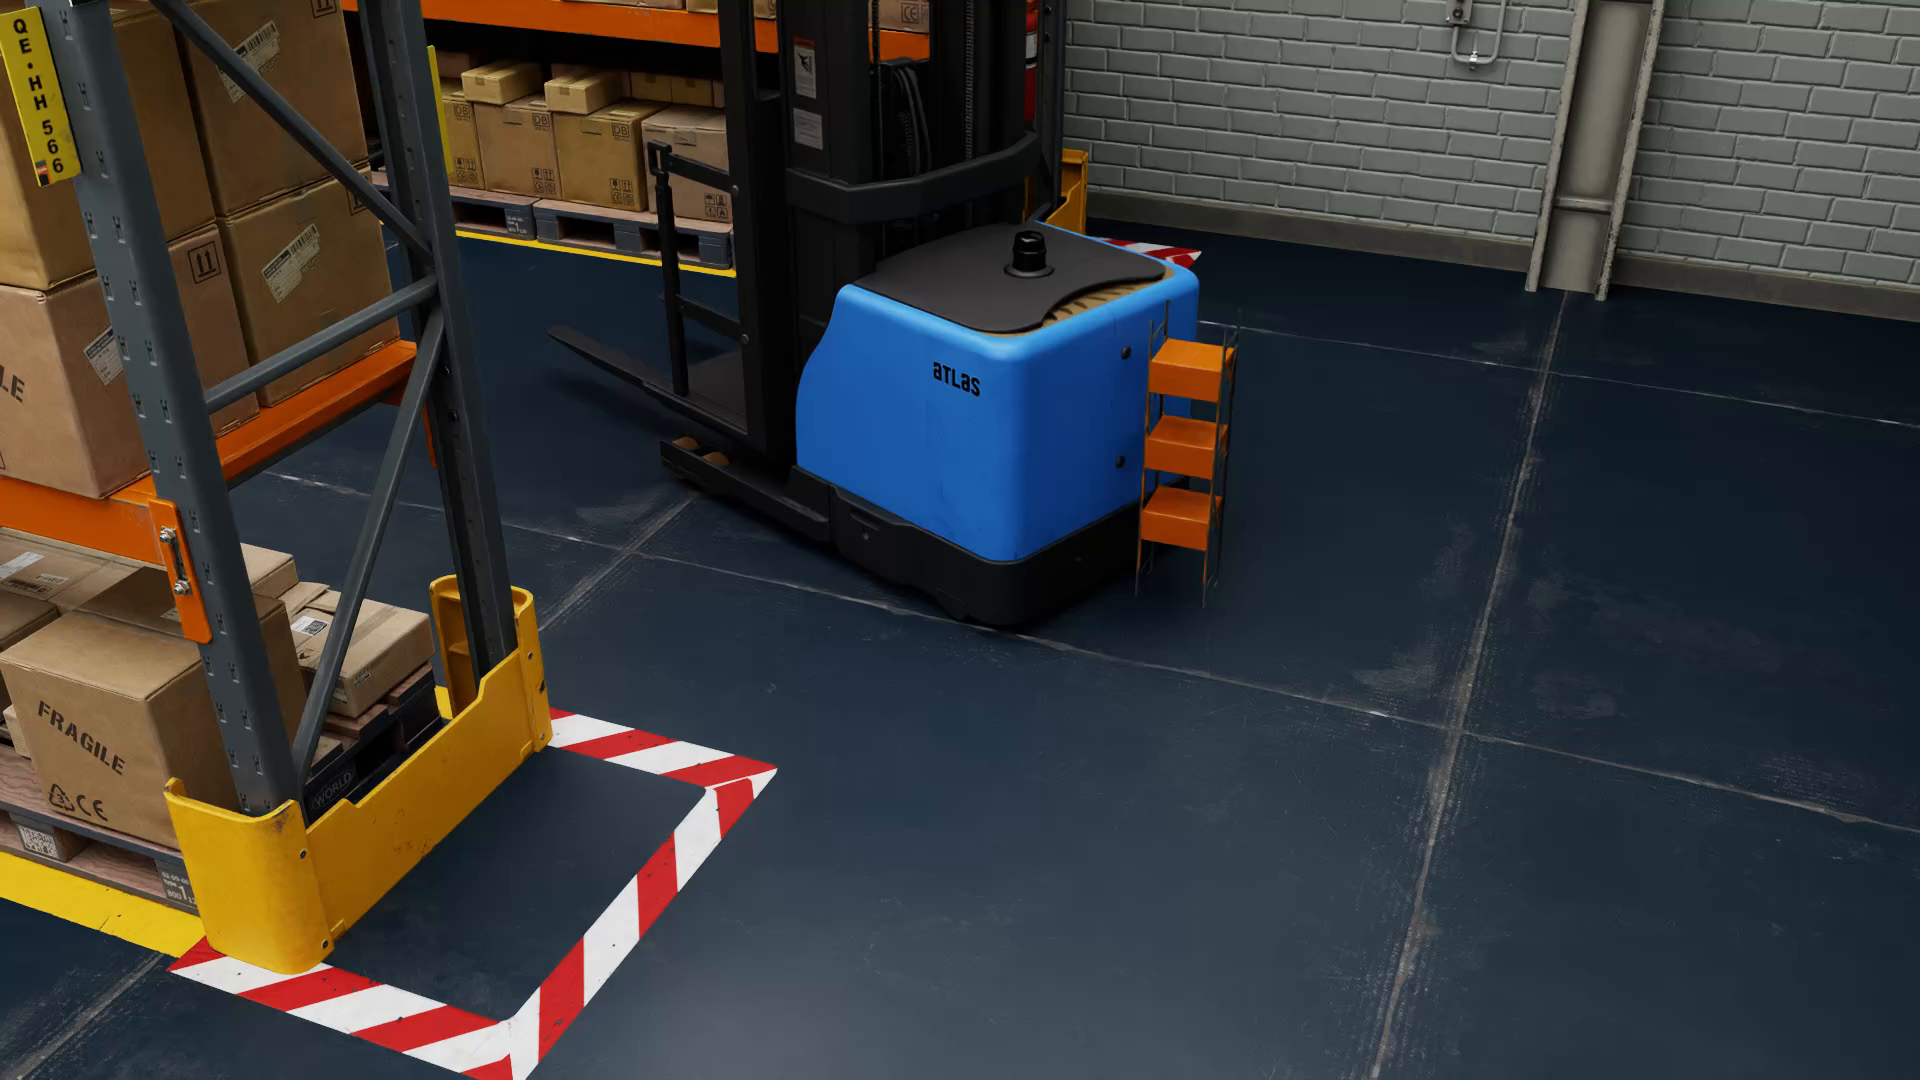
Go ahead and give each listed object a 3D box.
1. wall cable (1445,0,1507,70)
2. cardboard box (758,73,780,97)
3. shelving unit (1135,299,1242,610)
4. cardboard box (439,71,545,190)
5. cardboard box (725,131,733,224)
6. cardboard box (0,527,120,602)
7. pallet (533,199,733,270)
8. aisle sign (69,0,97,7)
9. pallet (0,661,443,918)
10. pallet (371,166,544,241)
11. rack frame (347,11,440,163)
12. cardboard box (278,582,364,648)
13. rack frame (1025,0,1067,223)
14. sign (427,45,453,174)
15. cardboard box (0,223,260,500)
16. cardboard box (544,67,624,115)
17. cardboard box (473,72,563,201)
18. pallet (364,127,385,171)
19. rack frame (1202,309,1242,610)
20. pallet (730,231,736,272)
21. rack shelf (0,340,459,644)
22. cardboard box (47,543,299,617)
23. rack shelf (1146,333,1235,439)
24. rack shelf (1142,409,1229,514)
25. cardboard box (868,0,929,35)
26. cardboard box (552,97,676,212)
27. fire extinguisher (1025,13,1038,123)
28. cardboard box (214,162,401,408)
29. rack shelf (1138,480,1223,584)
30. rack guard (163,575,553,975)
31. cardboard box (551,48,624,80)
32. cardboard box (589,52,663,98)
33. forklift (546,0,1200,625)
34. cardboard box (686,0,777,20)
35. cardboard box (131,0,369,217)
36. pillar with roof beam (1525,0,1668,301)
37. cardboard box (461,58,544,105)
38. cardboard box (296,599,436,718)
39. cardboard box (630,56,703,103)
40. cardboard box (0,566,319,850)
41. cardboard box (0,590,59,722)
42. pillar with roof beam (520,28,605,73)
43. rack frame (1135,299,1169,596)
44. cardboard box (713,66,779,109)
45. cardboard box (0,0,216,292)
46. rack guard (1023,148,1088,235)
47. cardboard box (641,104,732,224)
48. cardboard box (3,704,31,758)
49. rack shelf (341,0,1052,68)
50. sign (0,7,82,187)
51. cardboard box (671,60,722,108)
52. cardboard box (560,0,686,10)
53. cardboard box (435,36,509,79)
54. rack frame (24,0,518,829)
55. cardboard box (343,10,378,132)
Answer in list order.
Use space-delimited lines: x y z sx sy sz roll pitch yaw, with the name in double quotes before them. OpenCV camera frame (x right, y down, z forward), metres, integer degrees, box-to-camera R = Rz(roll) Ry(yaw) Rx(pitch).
"wall cable" 1.847 -3.359 8.111 1.851 1.984 0.084 11 31 19
"cardboard box" -0.892 -2.391 8.886 0.250 0.149 0.380 12 31 20
"shelving unit" 0.771 -0.278 5.672 0.252 1.050 0.215 11 32 19
"cardboard box" -2.748 -2.371 9.511 0.500 0.500 0.700 12 32 20
"cardboard box" -0.845 -1.993 8.841 0.500 0.500 0.700 11 31 19
"cardboard box" -2.878 0.128 5.322 0.500 0.250 0.500 11 31 19
"pallet" -1.592 -1.847 9.302 1.213 0.211 1.003 11 31 19
"aisle sign" -1.606 -1.442 3.111 0.004 0.787 0.394 11 31 19
"pallet" -2.364 0.591 4.991 1.213 0.211 1.003 11 31 19
"pallet" -2.727 -2.072 9.700 1.213 0.211 1.003 11 31 19
"rack frame" -3.402 -3.462 9.326 0.127 3.000 1.000 11 31 19
"cardboard box" -2.045 0.299 5.105 0.250 0.166 0.380 11 31 19
"rack frame" 0.305 -2.722 8.017 0.127 3.000 1.000 11 31 19
"sign" -1.351 -1.087 4.245 0.005 0.325 0.100 11 31 19
"cardboard box" -2.072 -0.465 3.922 0.500 0.500 0.500 12 32 21
"cardboard box" -2.015 -2.411 8.921 0.250 0.149 0.380 10 31 18
"cardboard box" -2.283 -2.277 9.343 0.500 0.500 0.700 11 31 19
"pallet" -4.145 -2.356 10.204 1.213 0.211 1.003 11 31 19
"rack frame" 0.884 -0.256 5.632 0.008 1.050 0.200 11 32 19
"pallet" -0.466 -1.620 8.902 1.213 0.211 1.003 11 31 19
"rack shelf" -3.408 -0.519 4.851 4.000 0.370 1.077 11 31 19
"cardboard box" -2.415 0.221 5.159 0.500 0.250 0.500 11 31 19
"rack shelf" 0.770 -0.514 5.535 0.240 0.259 0.215 11 32 19
"rack shelf" 0.771 -0.269 5.677 0.240 0.259 0.215 11 32 19
"cardboard box" -0.172 -2.942 8.102 0.700 0.700 0.980 13 32 21
"cardboard box" -1.809 -2.181 9.174 0.500 0.500 0.700 12 32 20
"fire extinguisher" 0.271 -2.287 7.706 0.183 0.674 0.296 11 31 19
"cardboard box" -1.867 -0.708 4.353 0.500 0.500 0.500 12 32 20
"rack shelf" 0.773 -0.029 5.817 0.240 0.259 0.215 11 32 19
"rack guard" -1.625 0.612 4.660 0.348 0.500 1.175 11 31 19
"cardboard box" -2.074 -2.626 9.302 0.250 0.149 0.380 10 31 18
"cardboard box" -1.840 -2.579 9.219 0.250 0.149 0.380 12 31 20
"forklift" -0.555 -1.613 6.126 1.130 2.935 3.031 -26 39 -38
"cardboard box" -0.850 -3.072 8.331 0.700 0.700 0.980 11 31 19
"cardboard box" -1.867 -1.144 4.107 0.500 0.500 0.500 12 32 21
"pillar with roof beam" 1.513 -3.265 2.882 0.400 9.000 9.100 11 31 19
"cardboard box" -2.499 -2.507 9.092 0.250 0.149 0.380 12 32 21
"cardboard box" -1.813 0.353 5.027 0.250 0.149 0.380 11 31 19
"cardboard box" -1.601 -2.532 9.135 0.250 0.149 0.380 11 31 18
"cardboard box" -2.151 0.446 4.506 0.500 0.500 0.500 11 31 19
"cardboard box" -3.020 0.365 4.903 0.500 0.250 0.500 11 31 19
"pillar with roof beam" -4.047 -4.376 4.846 0.400 9.000 9.100 11 31 19
"rack frame" 0.658 -0.301 5.712 0.008 1.050 0.200 11 32 19
"cardboard box" -1.128 -2.437 8.968 0.250 0.149 0.380 12 32 20
"cardboard box" -2.070 -0.898 3.673 0.500 0.500 0.500 11 31 19
"rack guard" 0.327 -1.629 8.624 0.348 0.500 1.175 11 31 19
"cardboard box" -1.312 -2.086 9.005 0.500 0.500 0.700 10 31 17
"cardboard box" -2.492 0.475 4.793 0.250 0.166 0.380 11 31 19
"rack shelf" -1.549 -2.779 8.849 4.000 0.370 1.077 11 31 19
"sign" -1.782 -0.855 3.216 0.005 0.325 0.100 11 31 19
"cardboard box" -1.366 -2.485 9.052 0.250 0.149 0.380 12 31 20
"cardboard box" -1.553 -3.217 8.588 0.700 0.700 0.980 10 31 17
"cardboard box" -2.807 -2.771 9.559 0.250 0.149 0.380 11 31 19
"rack frame" -1.554 -0.462 4.020 0.127 3.000 1.000 11 31 19
"cardboard box" -4.053 -2.770 9.860 0.750 0.750 0.750 12 32 20
